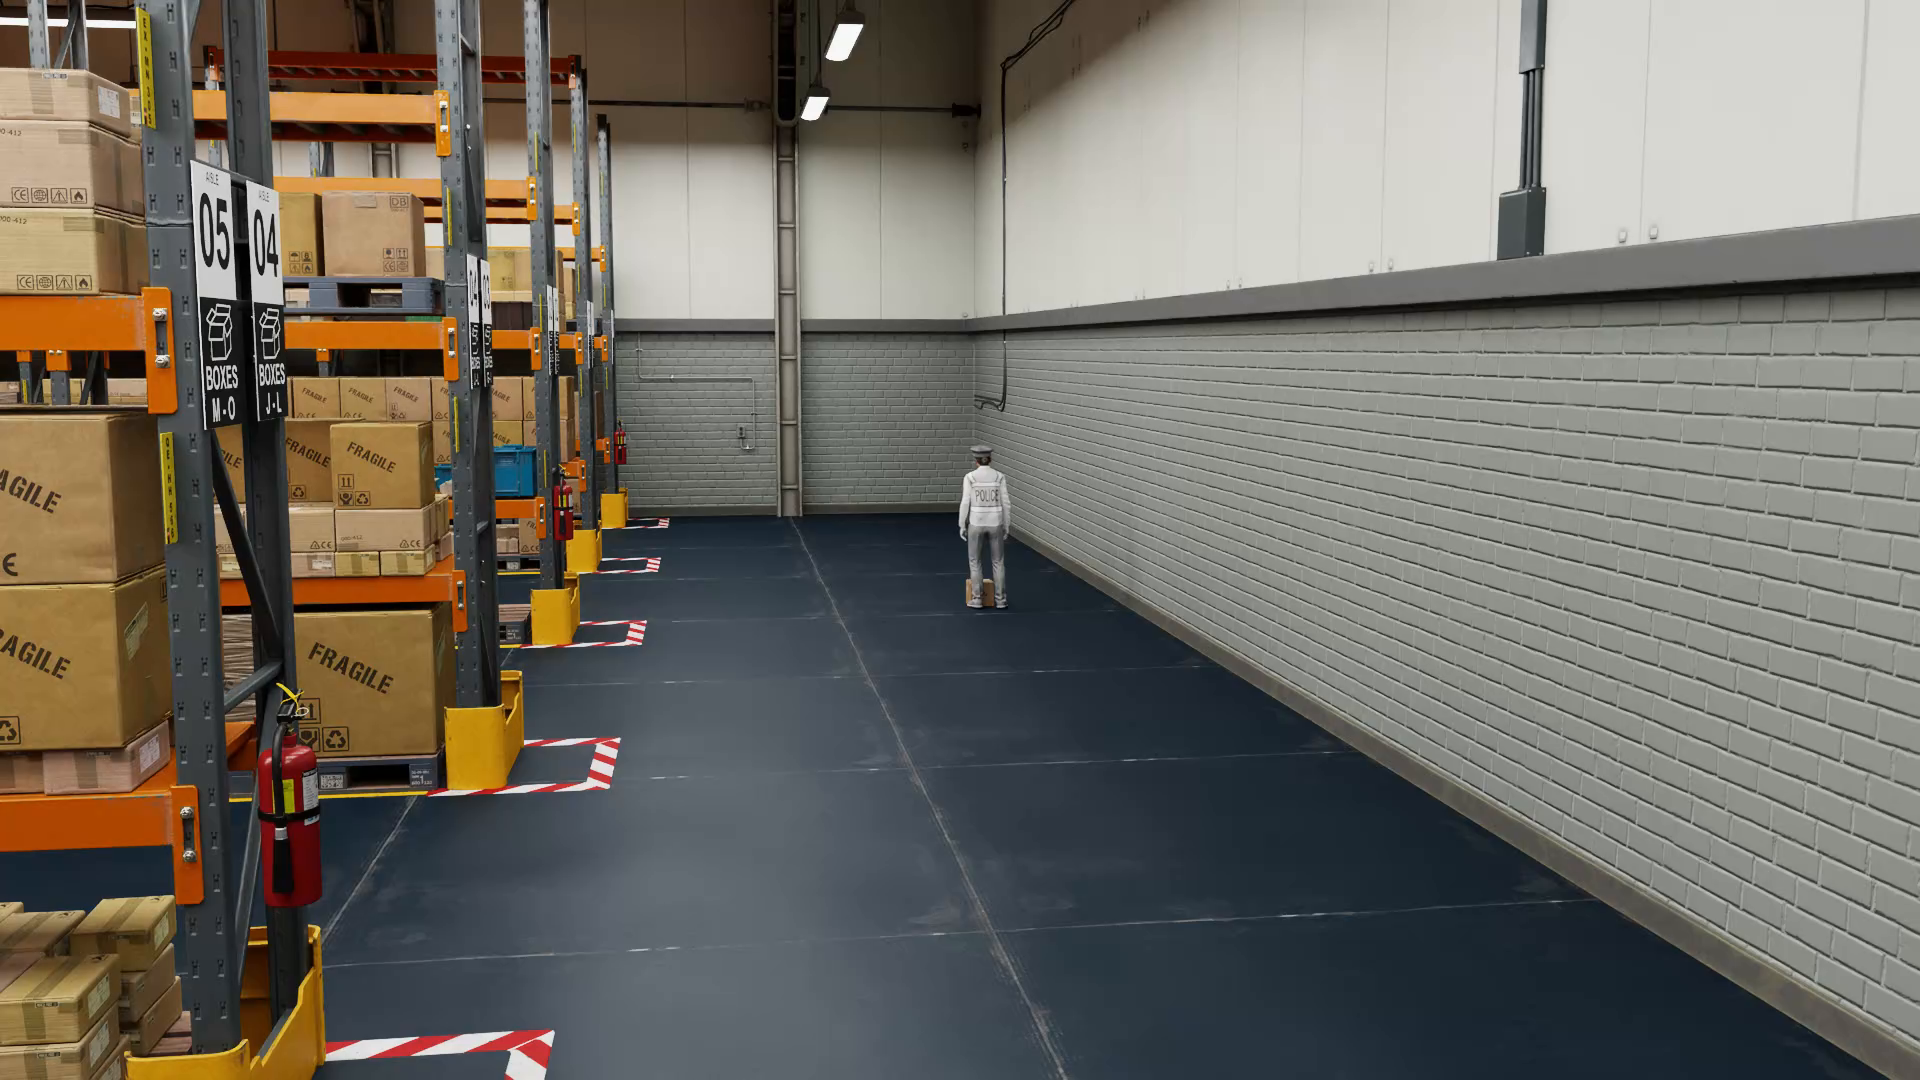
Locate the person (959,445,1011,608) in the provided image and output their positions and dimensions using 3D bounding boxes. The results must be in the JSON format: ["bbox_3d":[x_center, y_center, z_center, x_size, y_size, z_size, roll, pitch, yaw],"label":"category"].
[{"bbox_3d":[0.253,-0.130,16.946,0.528,1.663,0.403,-1,7,-9],"label":"person"}]
